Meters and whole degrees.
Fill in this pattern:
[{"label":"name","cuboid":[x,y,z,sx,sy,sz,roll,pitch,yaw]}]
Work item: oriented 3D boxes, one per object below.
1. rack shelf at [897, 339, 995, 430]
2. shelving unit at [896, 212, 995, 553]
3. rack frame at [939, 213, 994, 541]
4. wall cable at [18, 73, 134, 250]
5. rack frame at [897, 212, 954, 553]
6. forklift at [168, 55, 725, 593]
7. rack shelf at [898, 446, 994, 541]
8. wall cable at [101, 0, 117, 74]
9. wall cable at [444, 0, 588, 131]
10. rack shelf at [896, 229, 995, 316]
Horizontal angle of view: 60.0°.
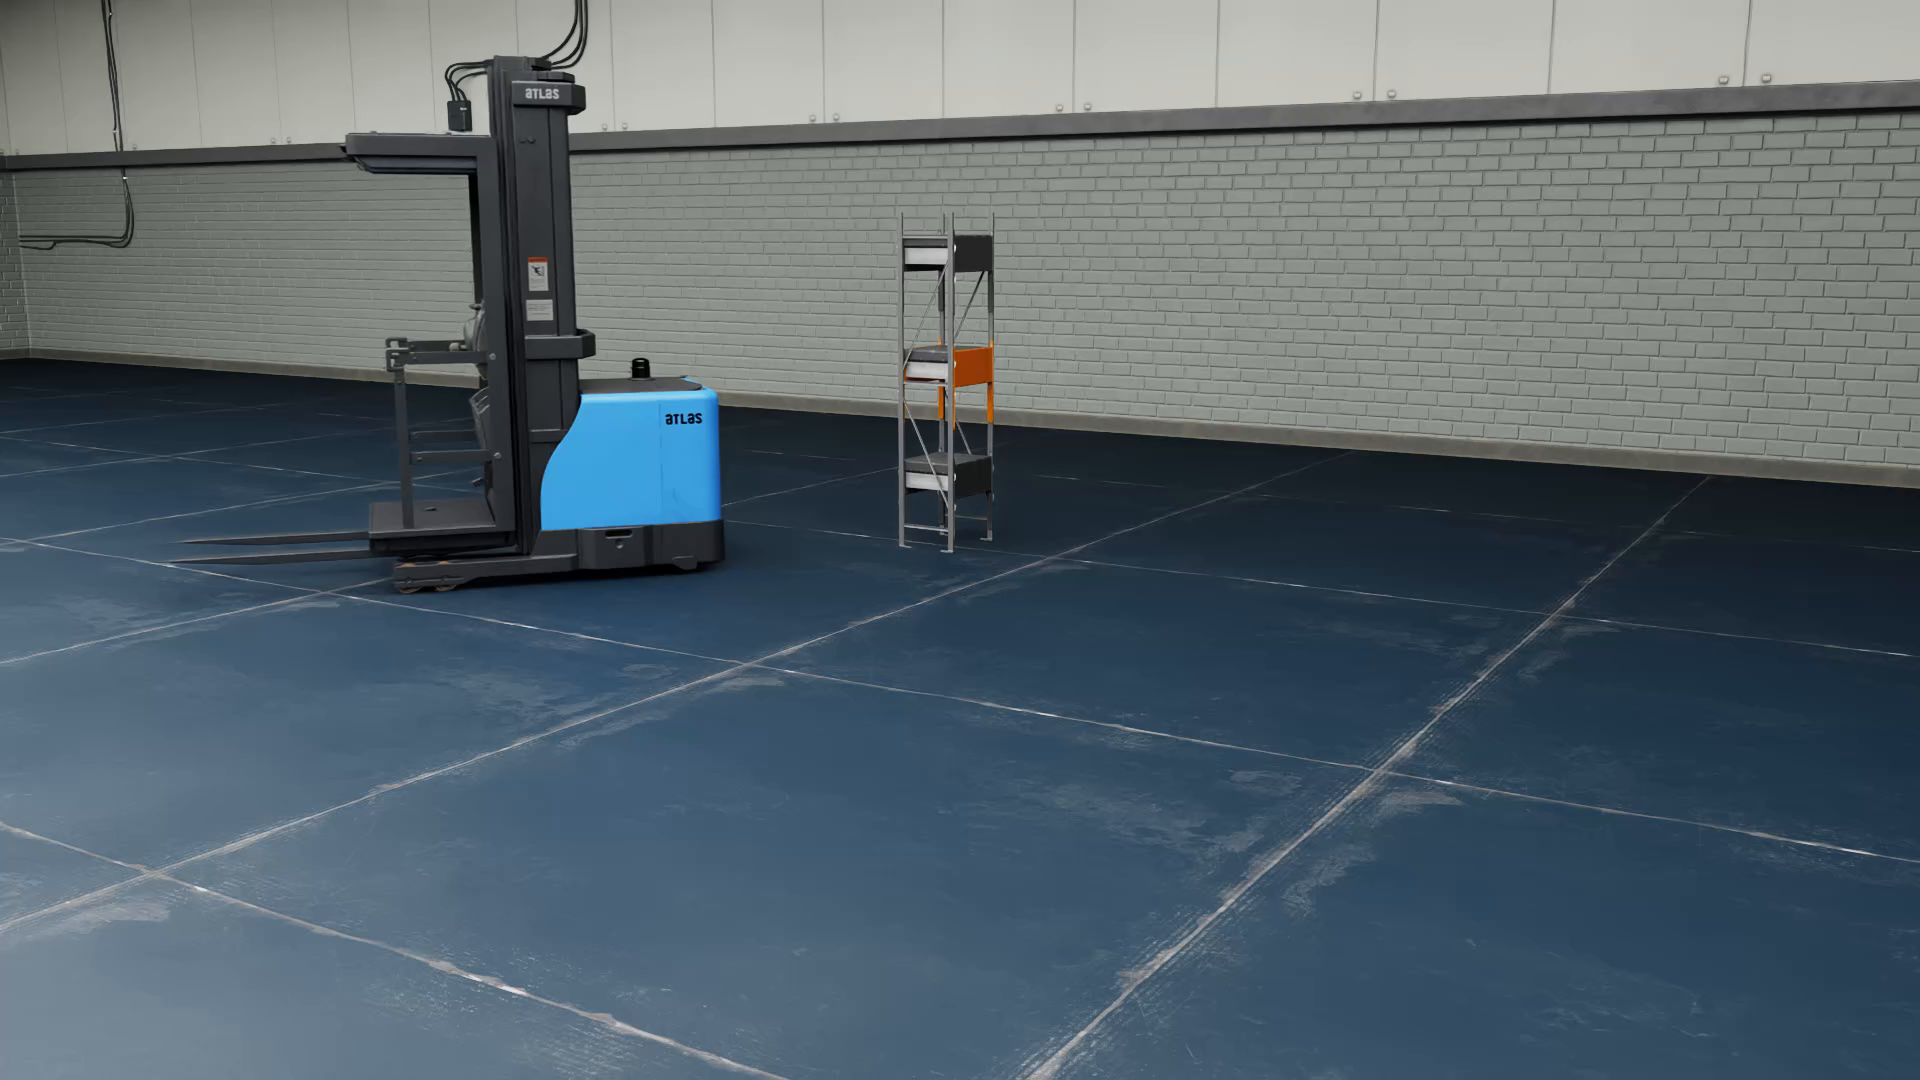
[{"label":"rack shelf","cuboid":[-0.086,-0.993,10.539,0.431,0.518,0.480,6,12,31]},{"label":"shelving unit","cuboid":[-0.086,-1.006,10.536,0.431,2.100,0.503,6,12,31]},{"label":"rack frame","cuboid":[0.041,-1.044,10.741,0.400,2.100,0.015,6,12,31]},{"label":"wall cable","cuboid":[-13.439,-5.634,24.948,3.097,2.526,0.112,6,12,31]},{"label":"rack frame","cuboid":[-0.213,-0.968,10.331,0.400,2.100,0.015,6,12,31]},{"label":"forklift","cuboid":[-2.976,-1.252,9.593,3.031,2.935,1.130,-4,11,-18]},{"label":"rack shelf","cuboid":[-0.086,-0.305,10.668,0.431,0.518,0.480,6,12,31]},{"label":"wall cable","cuboid":[-11.127,-7.858,23.102,3.097,2.526,0.112,6,12,31]},{"label":"wall cable","cuboid":[-5.334,-7.923,19.491,2.305,6.003,0.169,6,12,31]},{"label":"rack shelf","cuboid":[-0.086,-1.681,10.410,0.431,0.518,0.480,6,12,31]}]
